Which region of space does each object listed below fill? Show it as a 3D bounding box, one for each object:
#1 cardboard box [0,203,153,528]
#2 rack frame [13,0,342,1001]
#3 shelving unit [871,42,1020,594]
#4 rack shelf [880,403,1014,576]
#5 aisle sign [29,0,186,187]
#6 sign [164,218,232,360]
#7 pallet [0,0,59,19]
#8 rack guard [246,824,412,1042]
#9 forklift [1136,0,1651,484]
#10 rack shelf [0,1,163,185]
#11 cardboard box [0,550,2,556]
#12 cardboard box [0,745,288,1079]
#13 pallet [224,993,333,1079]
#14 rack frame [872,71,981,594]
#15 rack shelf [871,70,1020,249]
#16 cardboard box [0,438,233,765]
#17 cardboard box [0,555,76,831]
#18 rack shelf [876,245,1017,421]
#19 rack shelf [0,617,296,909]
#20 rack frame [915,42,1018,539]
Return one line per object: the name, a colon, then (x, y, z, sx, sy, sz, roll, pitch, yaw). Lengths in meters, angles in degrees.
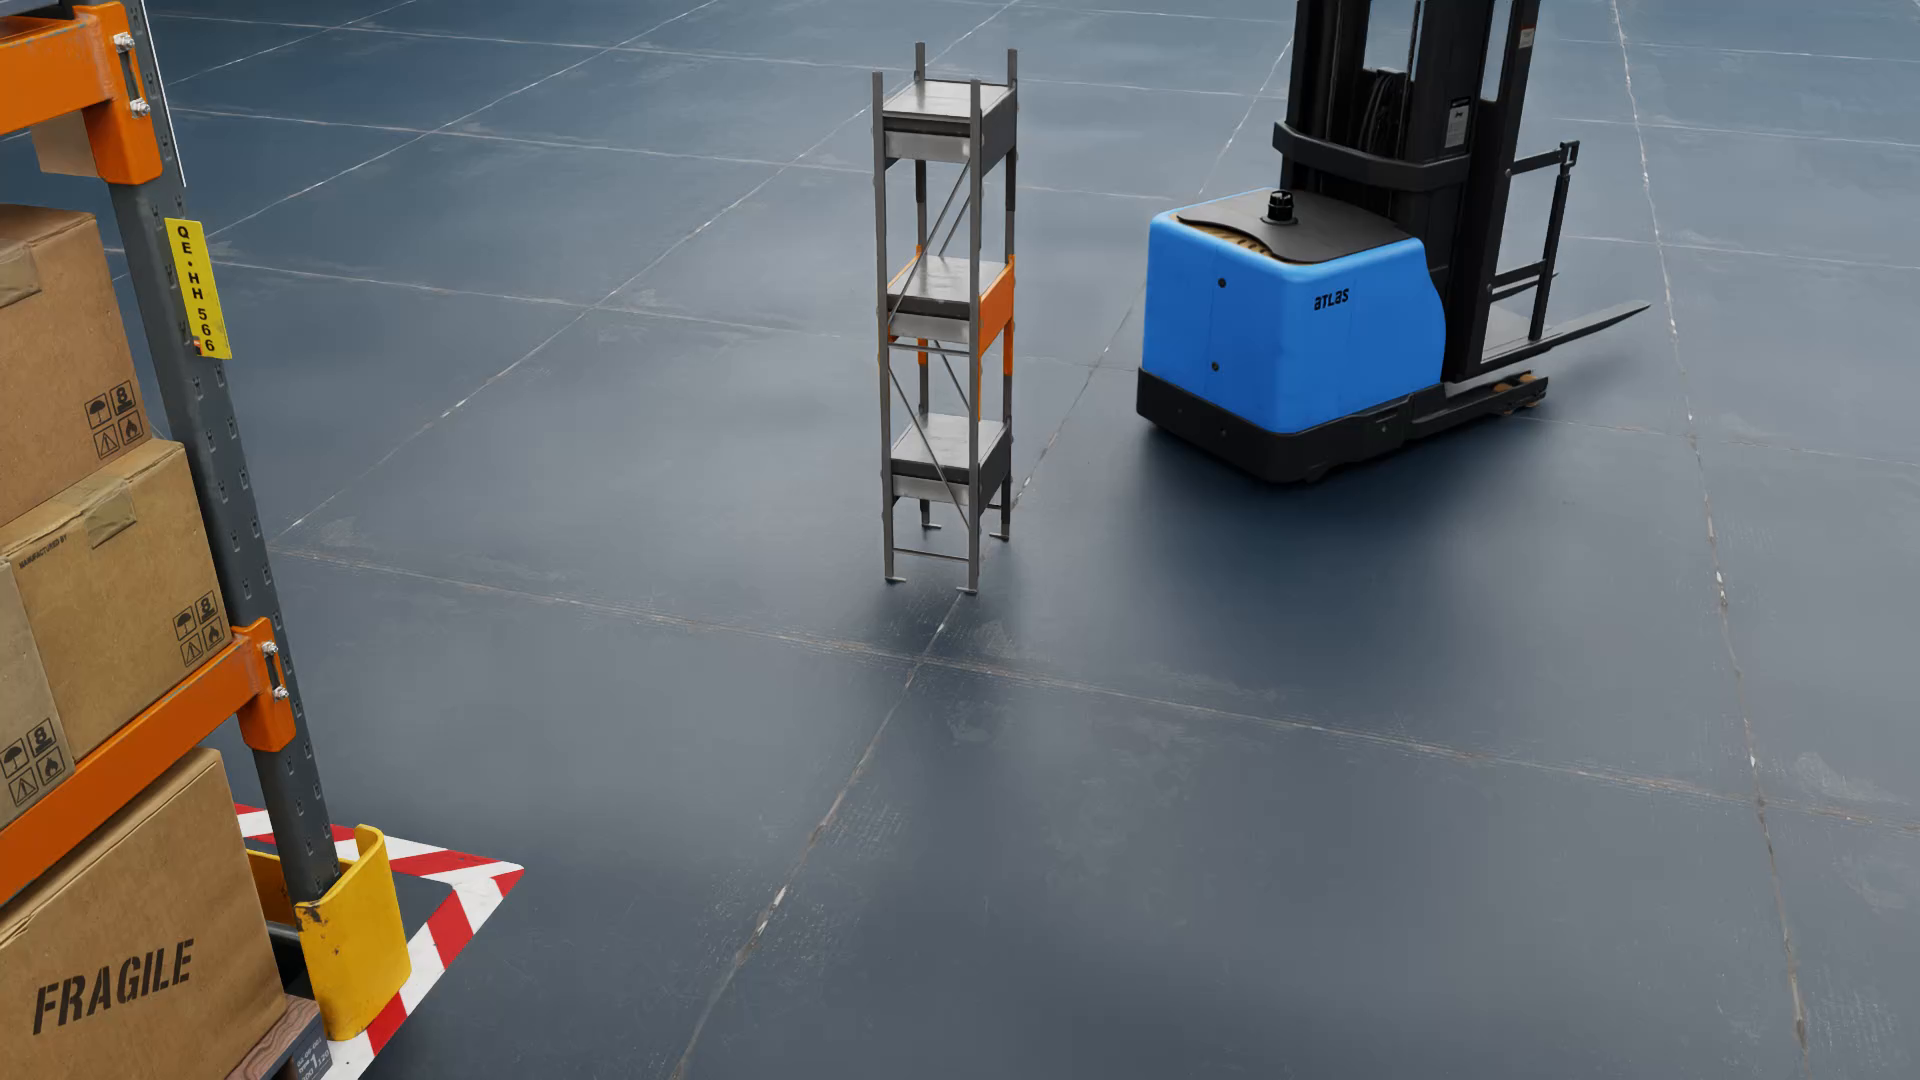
cardboard box: (-2.376, -0.407, 3.632, 0.875, 0.550, 0.550, 8, 30, 15)
rack frame: (-2.230, -0.037, 4.231, 1.000, 3.000, 0.127, 8, 30, 15)
shelving unit: (-0.049, -0.841, 6.601, 0.431, 2.100, 0.503, 8, 30, 15)
rack shelf: (-0.049, -0.217, 6.948, 0.431, 0.518, 0.480, 8, 30, 15)
aisle sign: (-1.922, -1.163, 3.581, 0.394, 0.787, 0.004, 8, 30, 15)
sign: (-1.715, -0.562, 3.741, 0.100, 0.325, 0.005, 8, 30, 15)
pallet: (-2.438, -0.963, 2.901, 1.003, 0.211, 1.213, 8, 30, 15)
rack guard: (-2.223, 1.044, 4.858, 1.175, 0.500, 0.348, 8, 30, 15)
forklift: (2.370, -2.091, 7.993, 3.031, 2.935, 1.130, -19, 34, -30)
rack shelf: (-2.817, -0.104, 2.006, 1.077, 0.370, 4.000, 8, 30, 15)
cardboard box: (-2.449, -0.139, 3.148, 0.875, 0.550, 0.550, 8, 30, 15)
cardboard box: (-2.366, 1.033, 4.062, 0.875, 0.875, 0.875, 9, 30, 15)
pallet: (-2.390, 1.565, 4.221, 1.003, 0.211, 1.213, 8, 30, 15)
rack frame: (-0.120, -0.727, 6.397, 0.400, 2.100, 0.015, 8, 30, 15)
rack shelf: (-0.049, -1.440, 6.268, 0.431, 0.518, 0.480, 8, 30, 15)
cardboard box: (-2.295, 0.077, 3.873, 0.875, 0.550, 0.550, 8, 30, 15)
cardboard box: (-2.436, 0.335, 3.407, 0.875, 0.550, 0.550, 8, 30, 15)
rack shelf: (-0.049, -0.829, 6.608, 0.431, 0.518, 0.480, 8, 30, 15)
rack shelf: (-2.817, 1.207, 2.735, 1.077, 0.370, 4.000, 8, 30, 15)
rack frame: (0.023, -0.954, 6.805, 0.400, 2.100, 0.015, 8, 30, 15)
